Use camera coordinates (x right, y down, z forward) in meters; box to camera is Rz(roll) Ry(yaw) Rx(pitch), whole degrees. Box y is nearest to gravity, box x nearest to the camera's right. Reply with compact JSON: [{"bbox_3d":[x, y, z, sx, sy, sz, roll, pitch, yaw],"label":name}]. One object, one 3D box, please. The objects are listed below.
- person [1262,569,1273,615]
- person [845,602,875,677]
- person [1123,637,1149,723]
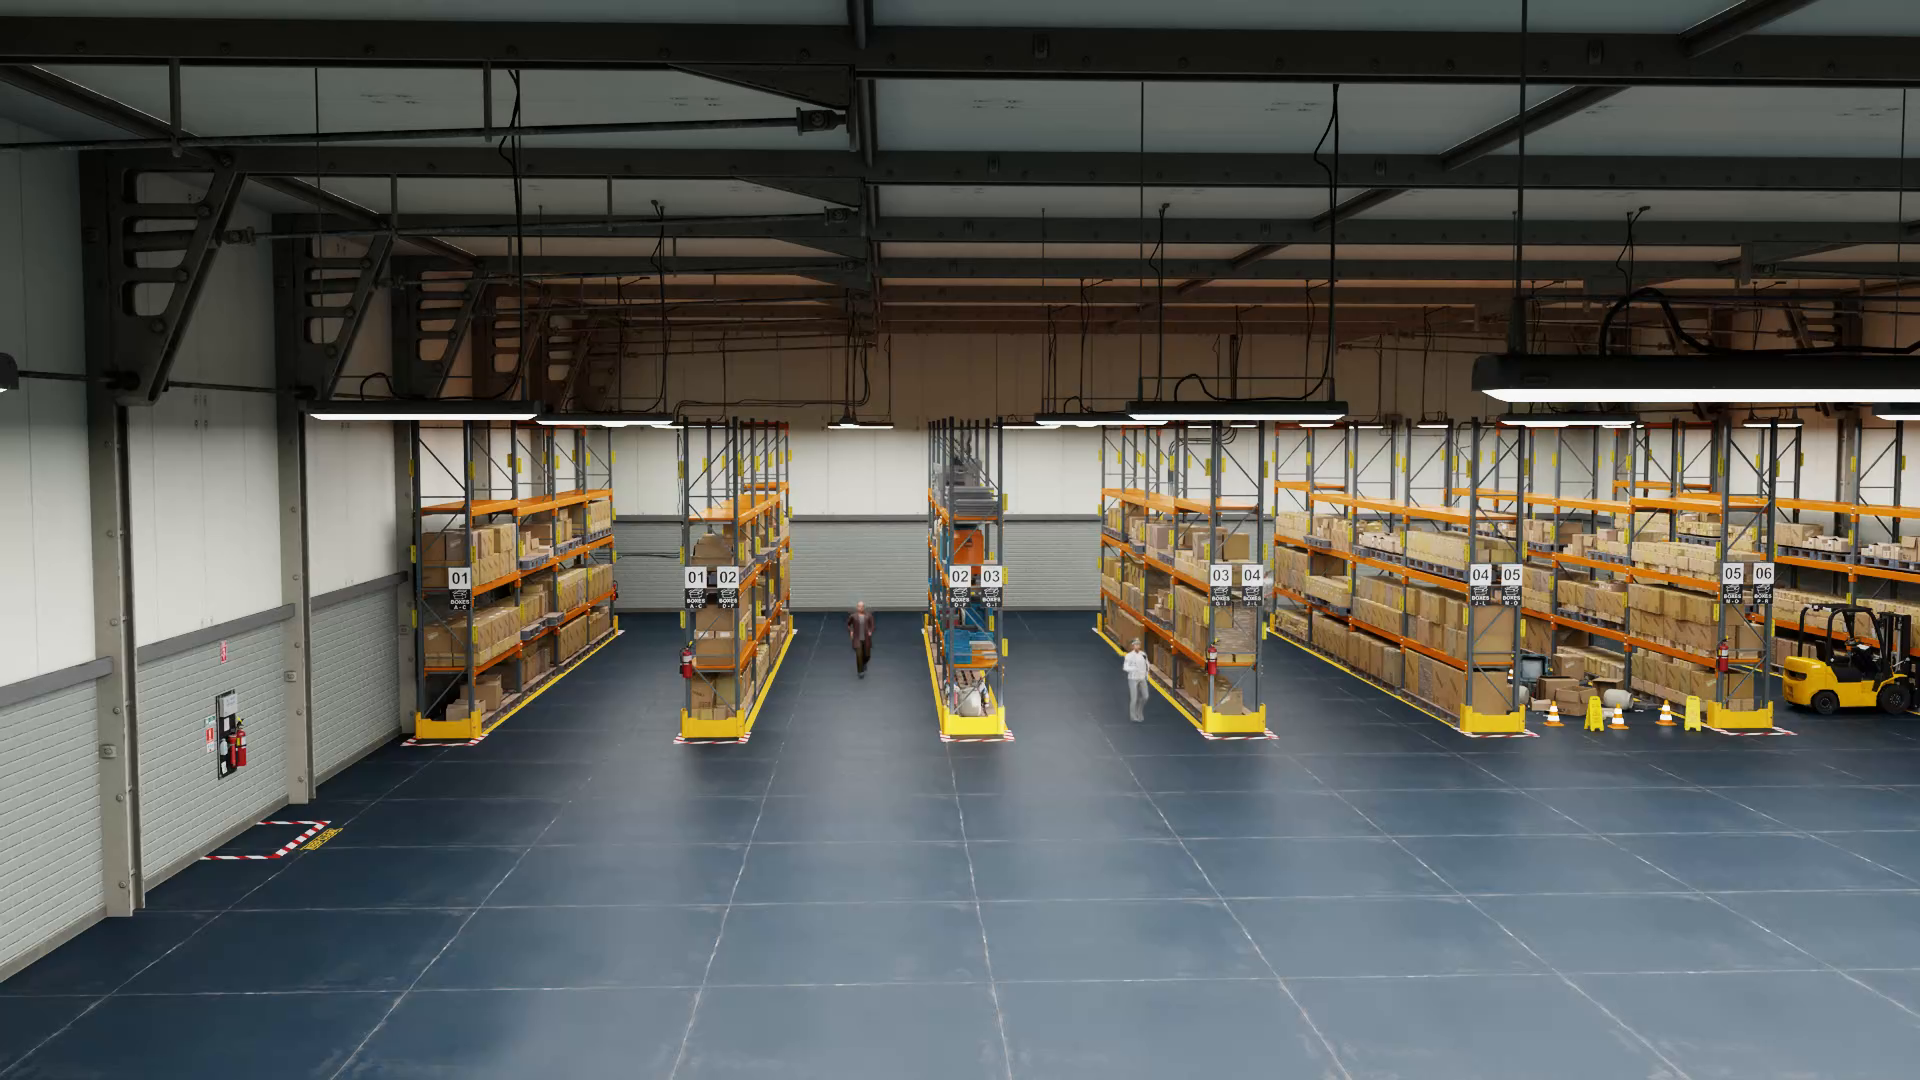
[{"bbox_3d":[9.047,1.683,49.082,0.844,1.692,0.727,-1,4,-8],"label":"person"},{"bbox_3d":[-2.324,2.317,38.924,0.713,1.730,0.754,-1,4,-10],"label":"person"},{"bbox_3d":[3.506,2.754,32.628,0.596,1.690,0.614,-1,4,-13],"label":"person"}]
